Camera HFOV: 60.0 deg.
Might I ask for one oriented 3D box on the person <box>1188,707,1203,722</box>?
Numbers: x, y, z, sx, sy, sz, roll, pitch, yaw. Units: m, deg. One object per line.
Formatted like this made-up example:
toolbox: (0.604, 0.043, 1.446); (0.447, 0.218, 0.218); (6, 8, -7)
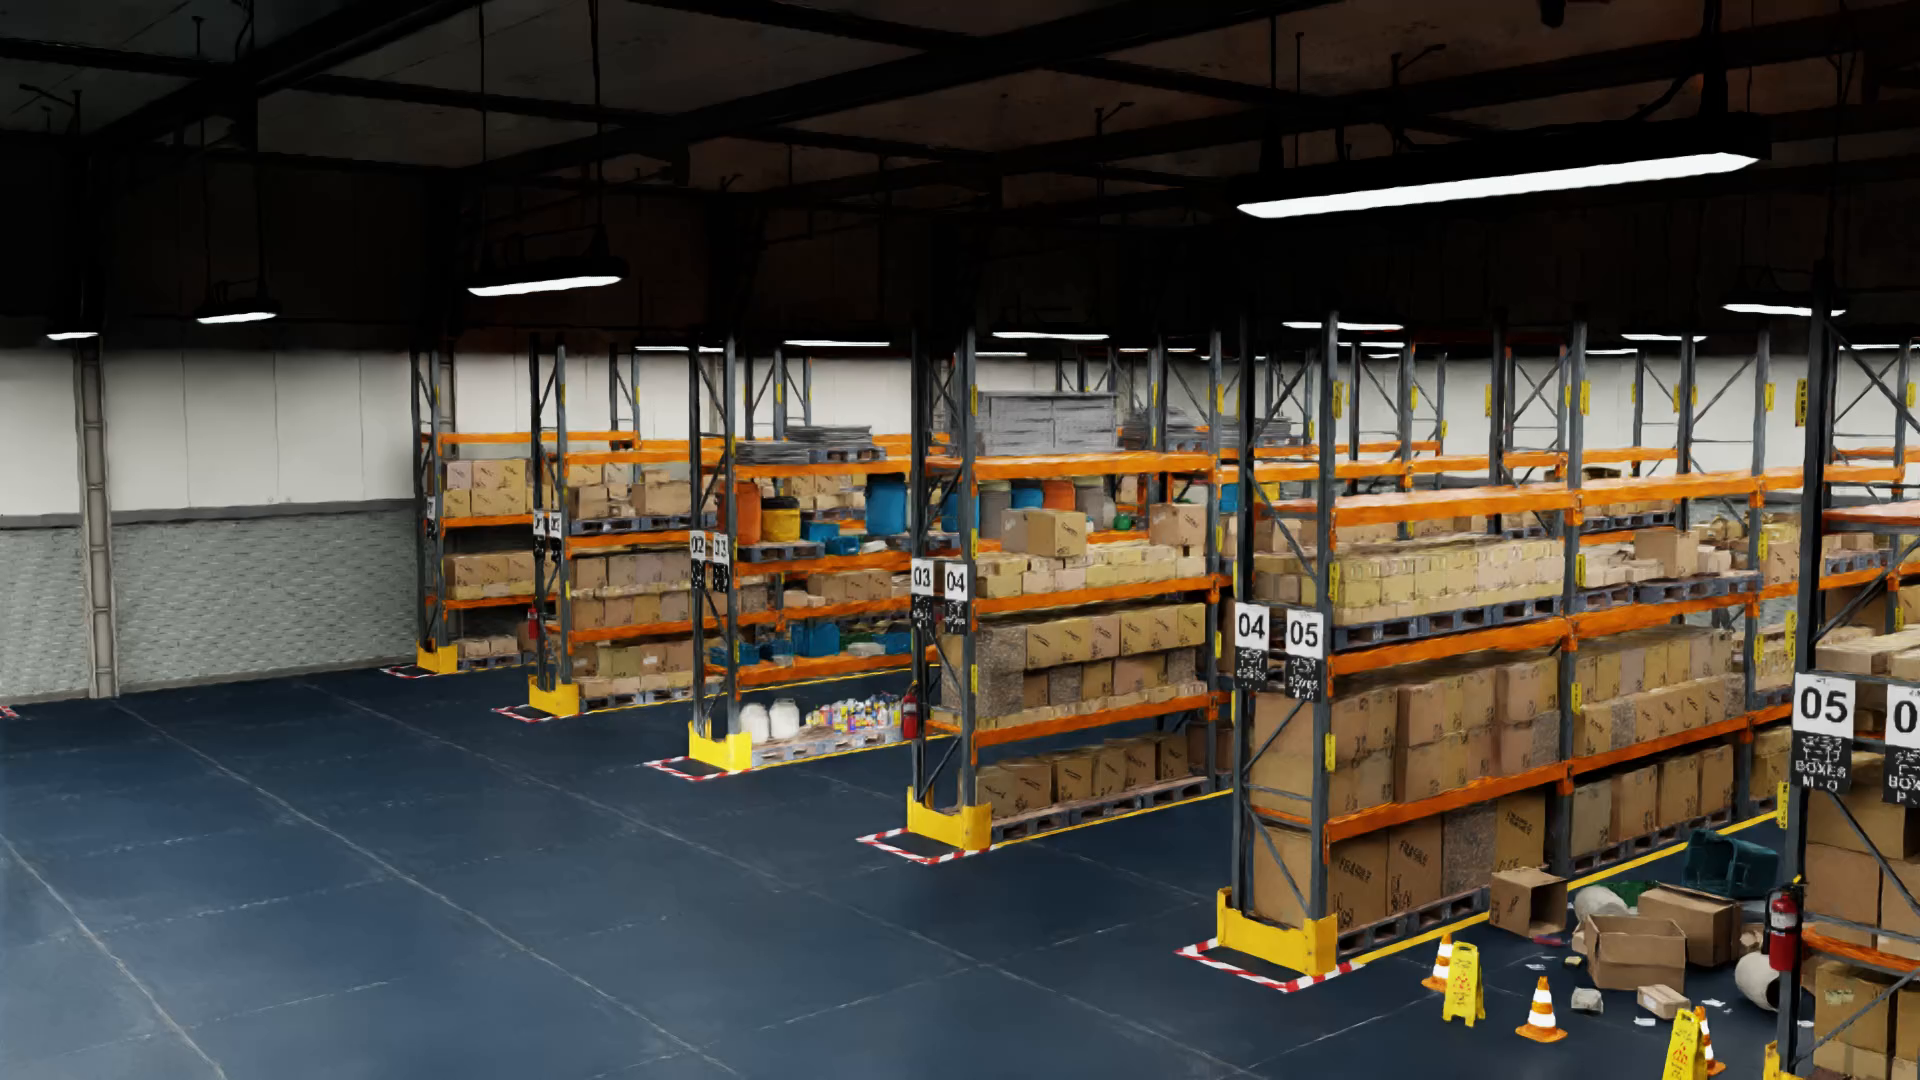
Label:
person: (3.537, 2.145, 23.968); (0.532, 1.629, 0.592); (-5, 7, -41)

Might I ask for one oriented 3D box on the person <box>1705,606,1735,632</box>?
person: (15.009, 1.315, 32.778); (0.682, 1.644, 0.489); (2, 6, 22)
